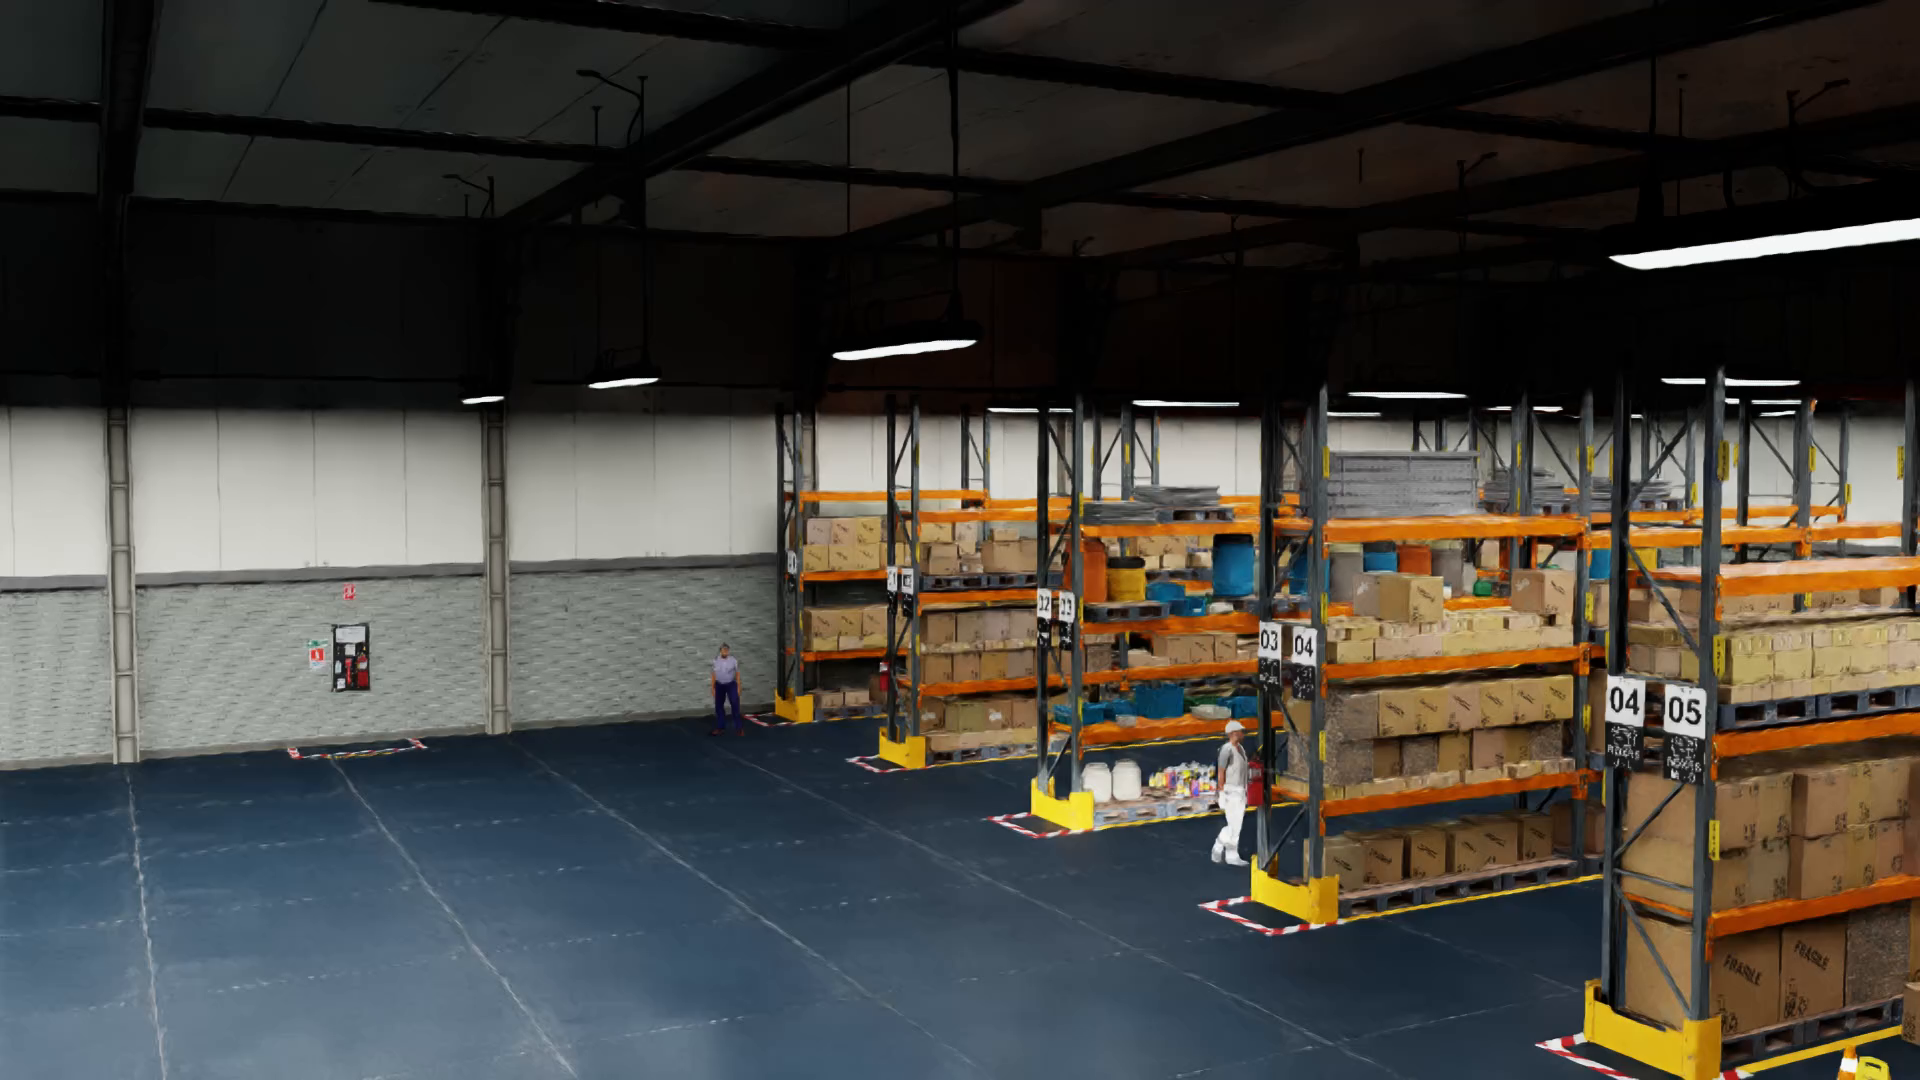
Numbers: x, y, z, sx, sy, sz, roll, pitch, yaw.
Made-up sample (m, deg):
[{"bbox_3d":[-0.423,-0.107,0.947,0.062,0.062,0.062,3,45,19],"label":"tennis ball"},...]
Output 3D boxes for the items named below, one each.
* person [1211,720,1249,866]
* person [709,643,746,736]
[{"bbox_3d":[3.338,3.111,20.464,0.443,1.786,0.598,2,4,35],"label":"person"},{"bbox_3d":[-4.148,2.662,29.671,0.695,1.633,0.493,0,3,1],"label":"person"}]
